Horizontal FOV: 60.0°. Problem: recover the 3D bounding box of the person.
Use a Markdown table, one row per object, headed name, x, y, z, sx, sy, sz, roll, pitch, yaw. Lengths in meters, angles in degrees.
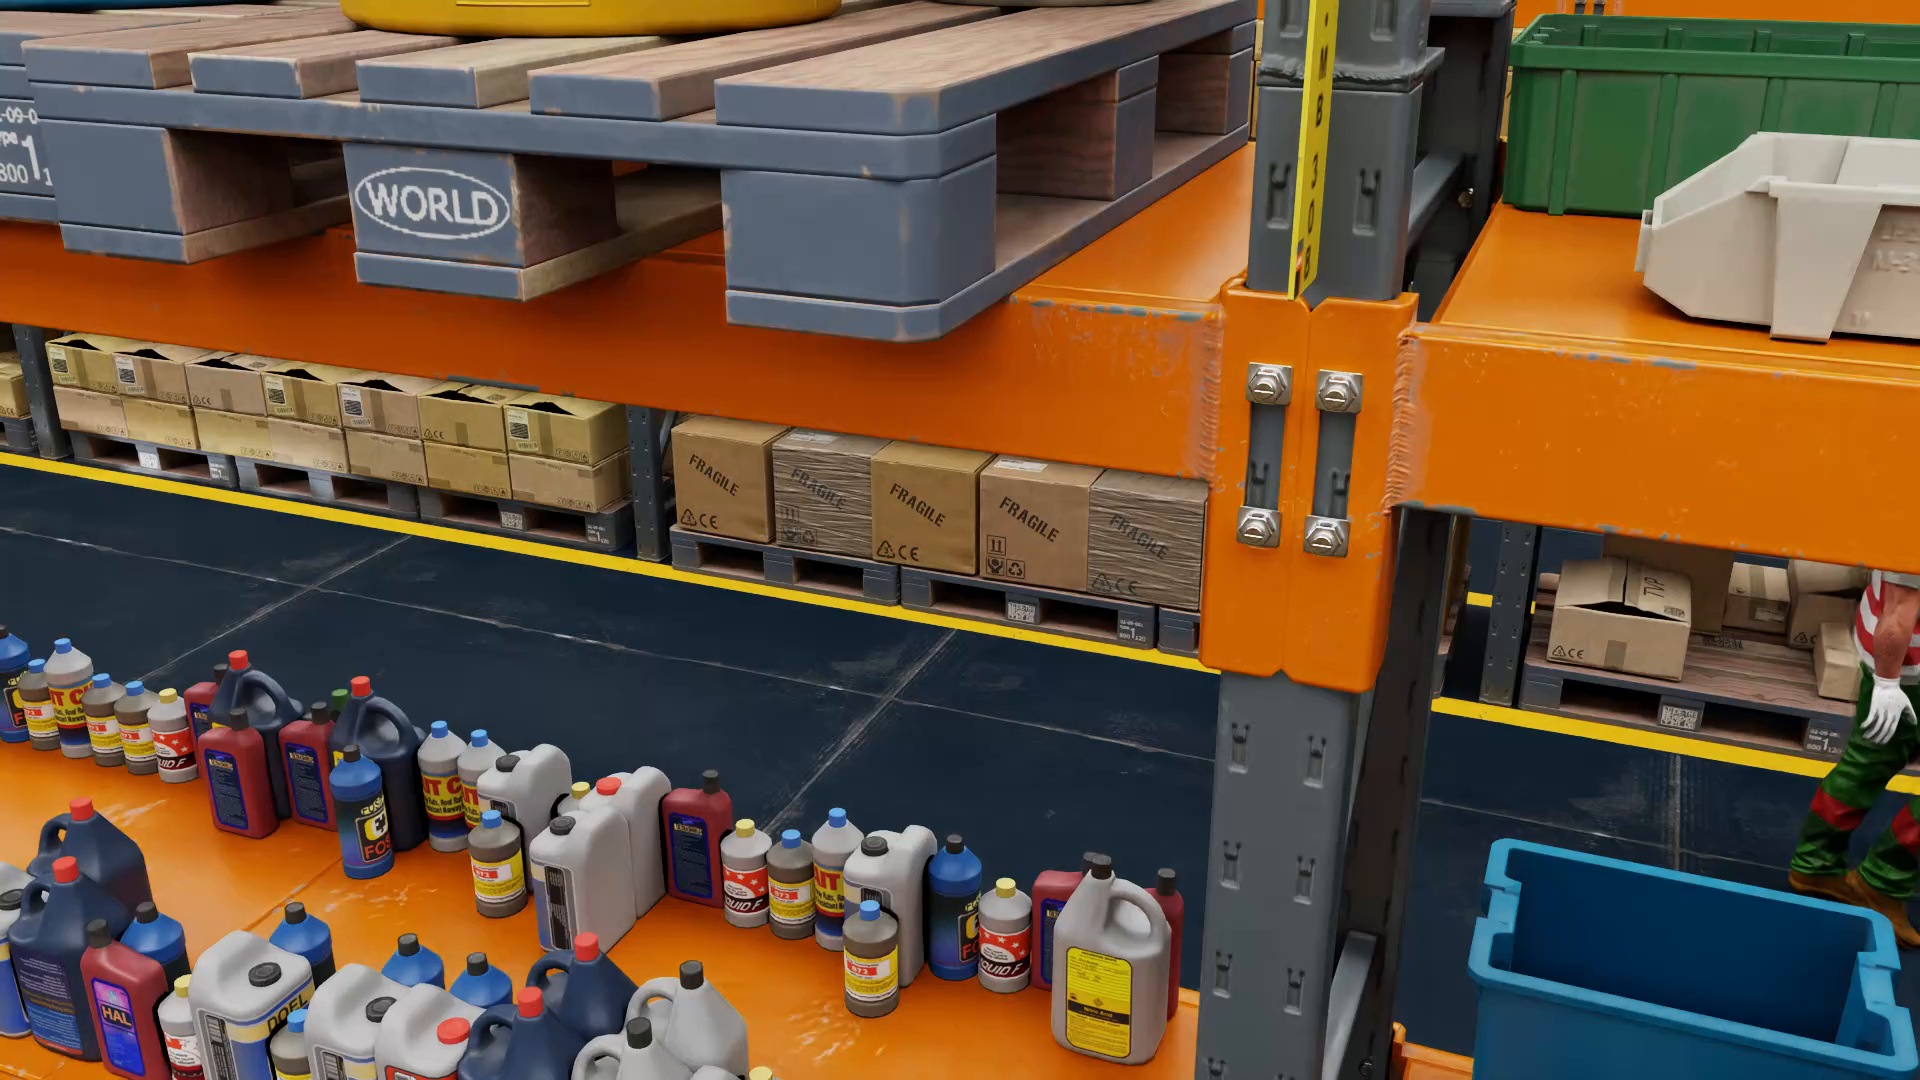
| name | x | y | z | sx | sy | sz | roll | pitch | yaw |
| --- | --- | --- | --- | --- | --- | --- | --- | --- | --- |
| person | 2.953 | 0.395 | 5.078 | 0.491 | 1.825 | 0.589 | 9 | 24 | 21 |
